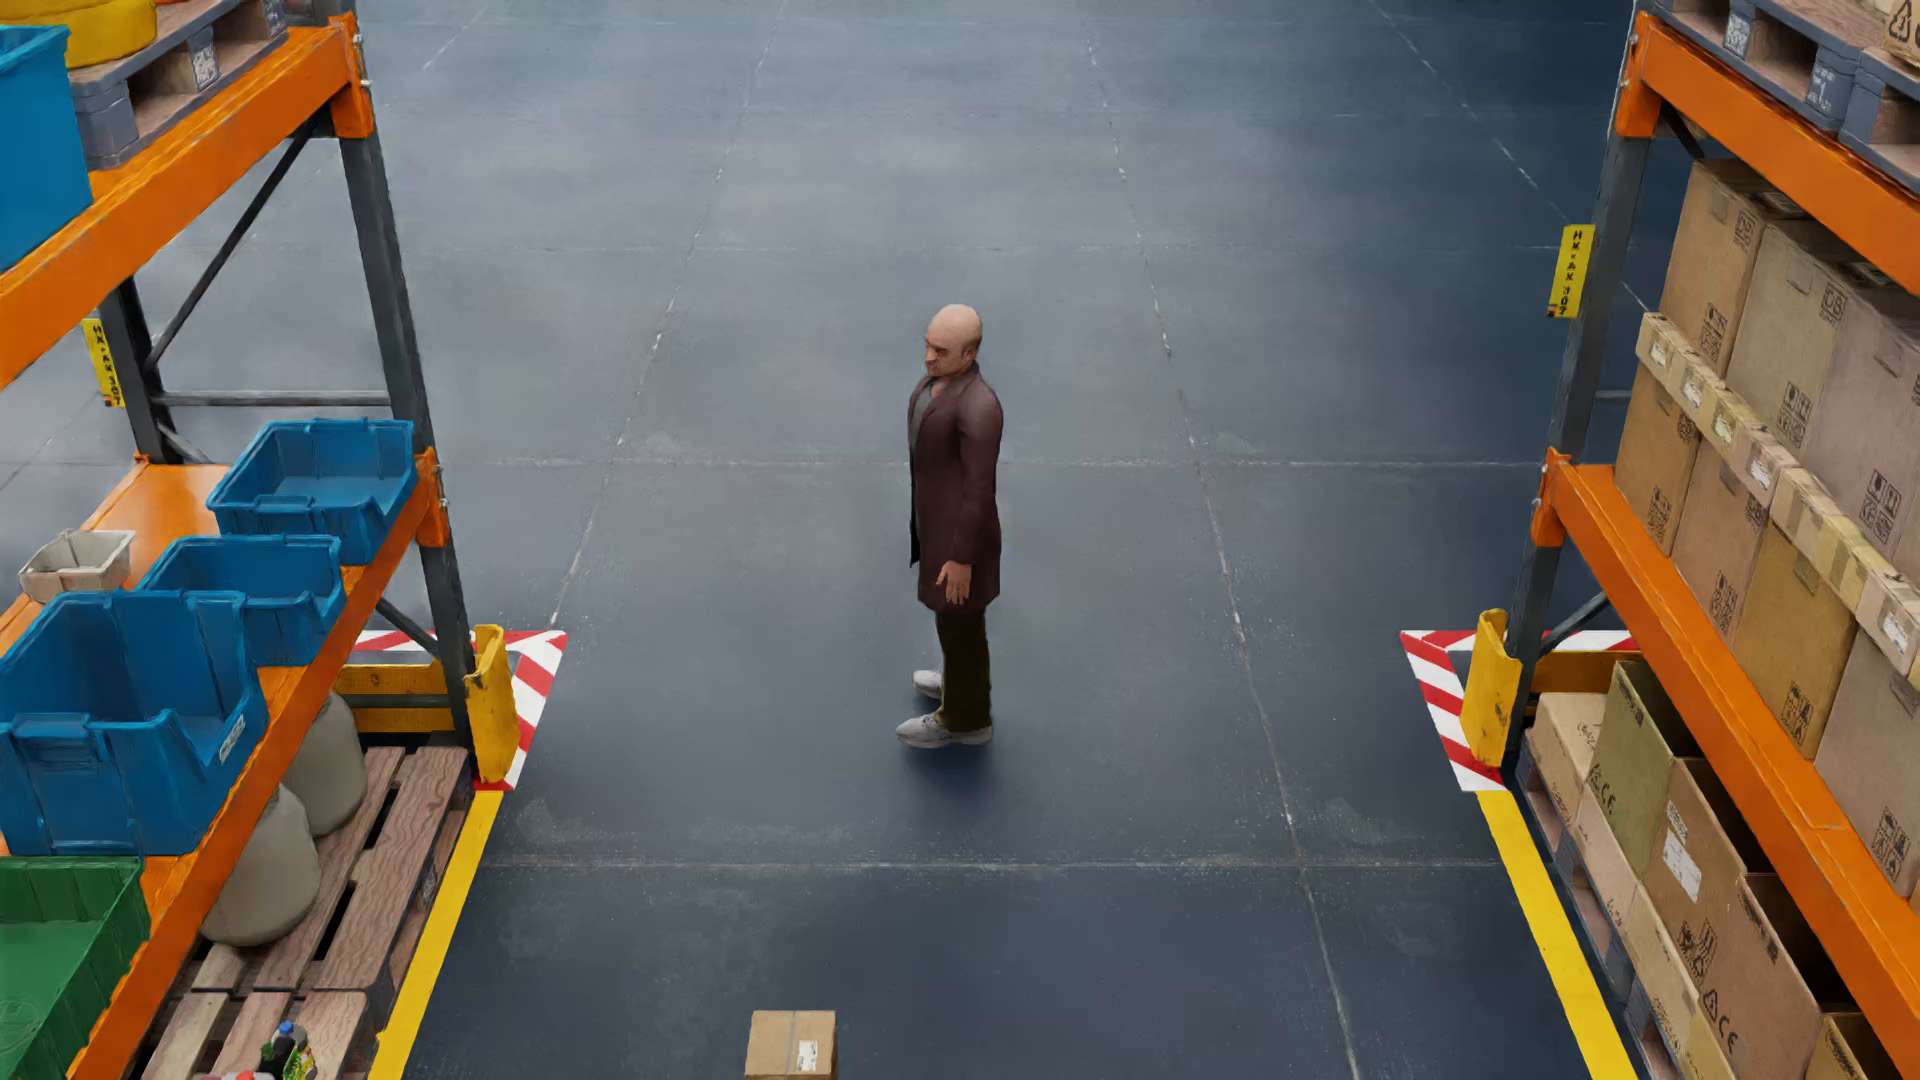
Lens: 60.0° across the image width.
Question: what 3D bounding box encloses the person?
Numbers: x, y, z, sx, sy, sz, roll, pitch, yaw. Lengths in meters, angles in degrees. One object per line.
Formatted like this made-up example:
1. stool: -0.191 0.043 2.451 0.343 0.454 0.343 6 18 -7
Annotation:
1. person: -0.060 0.053 6.197 0.421 1.592 0.659 -6 32 -10
